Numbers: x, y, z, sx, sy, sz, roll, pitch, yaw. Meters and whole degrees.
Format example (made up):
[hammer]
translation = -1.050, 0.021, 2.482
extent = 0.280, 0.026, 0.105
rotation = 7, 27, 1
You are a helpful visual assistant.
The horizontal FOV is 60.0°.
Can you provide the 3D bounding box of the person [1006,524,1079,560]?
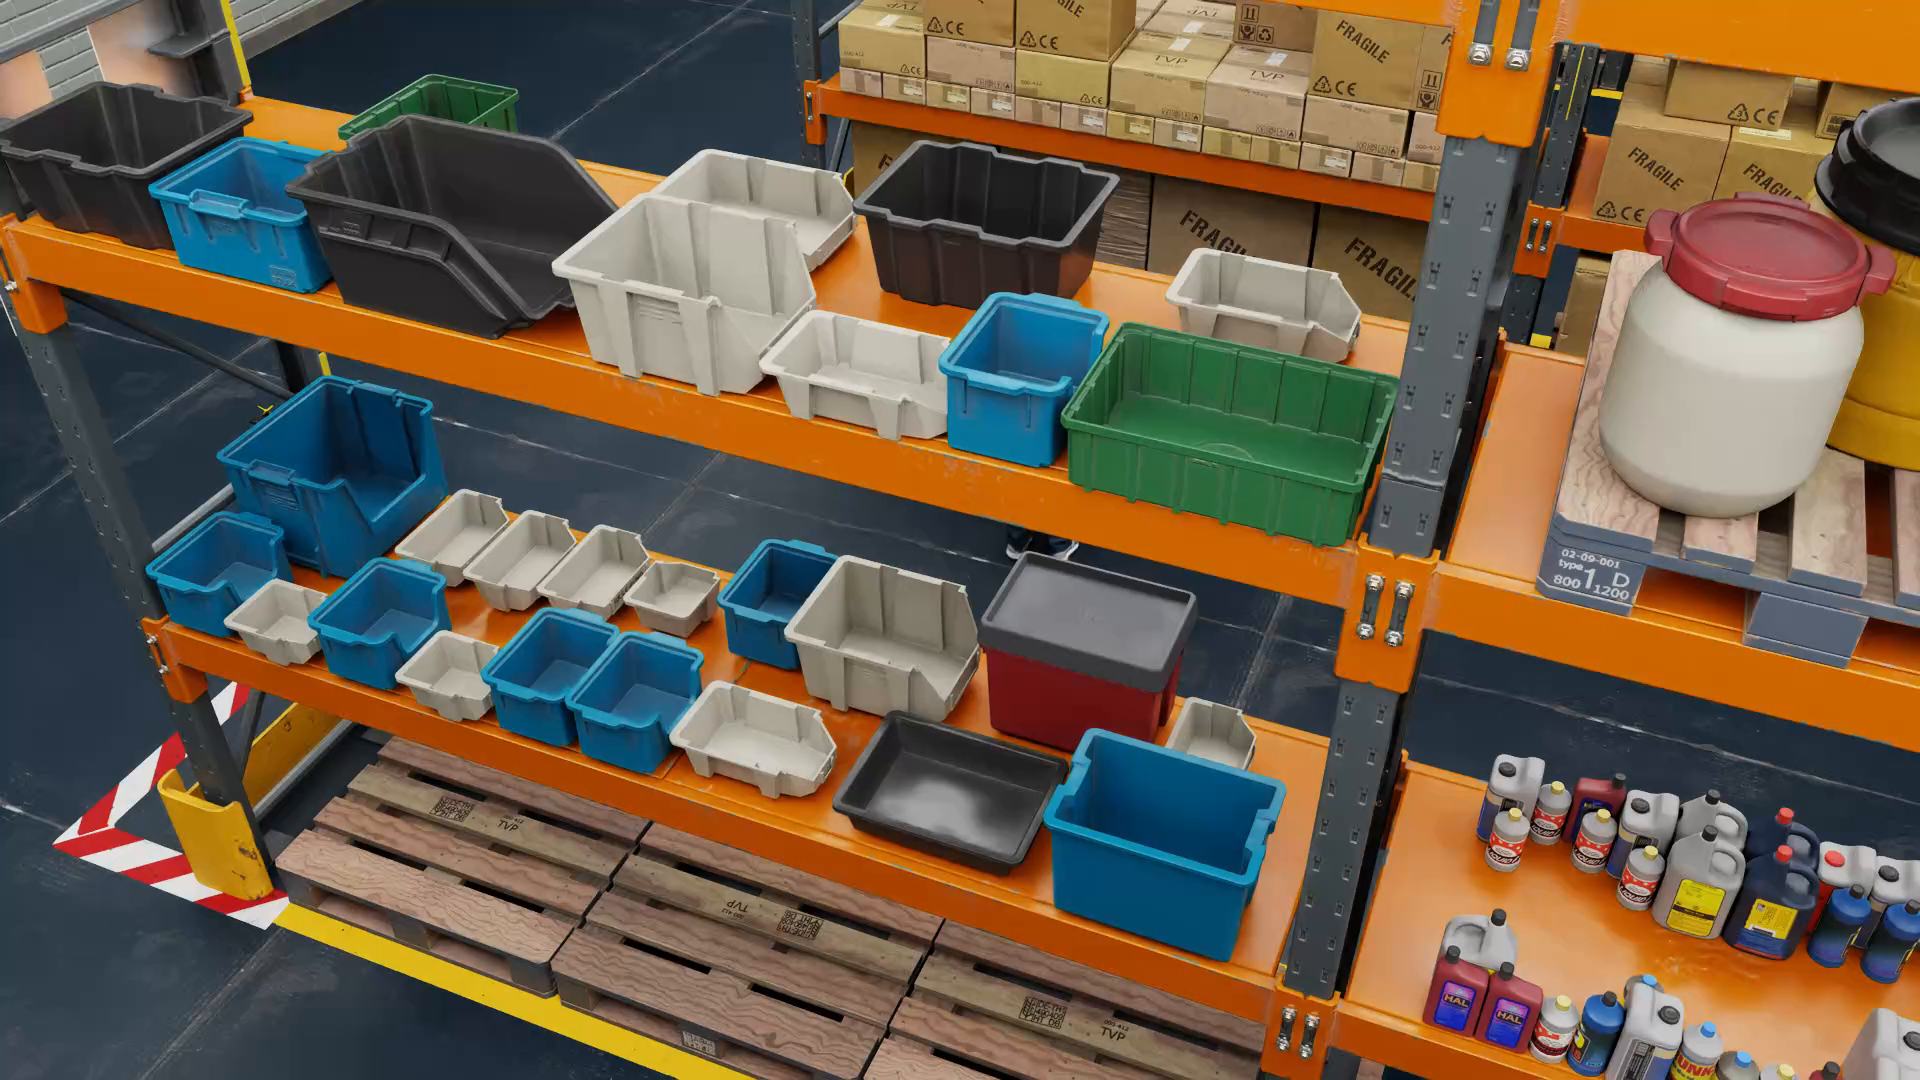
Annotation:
[person]
translation = 0.428, -0.324, 7.897
extent = 0.431, 0.792, 0.802
rotation = 14, 40, 18
